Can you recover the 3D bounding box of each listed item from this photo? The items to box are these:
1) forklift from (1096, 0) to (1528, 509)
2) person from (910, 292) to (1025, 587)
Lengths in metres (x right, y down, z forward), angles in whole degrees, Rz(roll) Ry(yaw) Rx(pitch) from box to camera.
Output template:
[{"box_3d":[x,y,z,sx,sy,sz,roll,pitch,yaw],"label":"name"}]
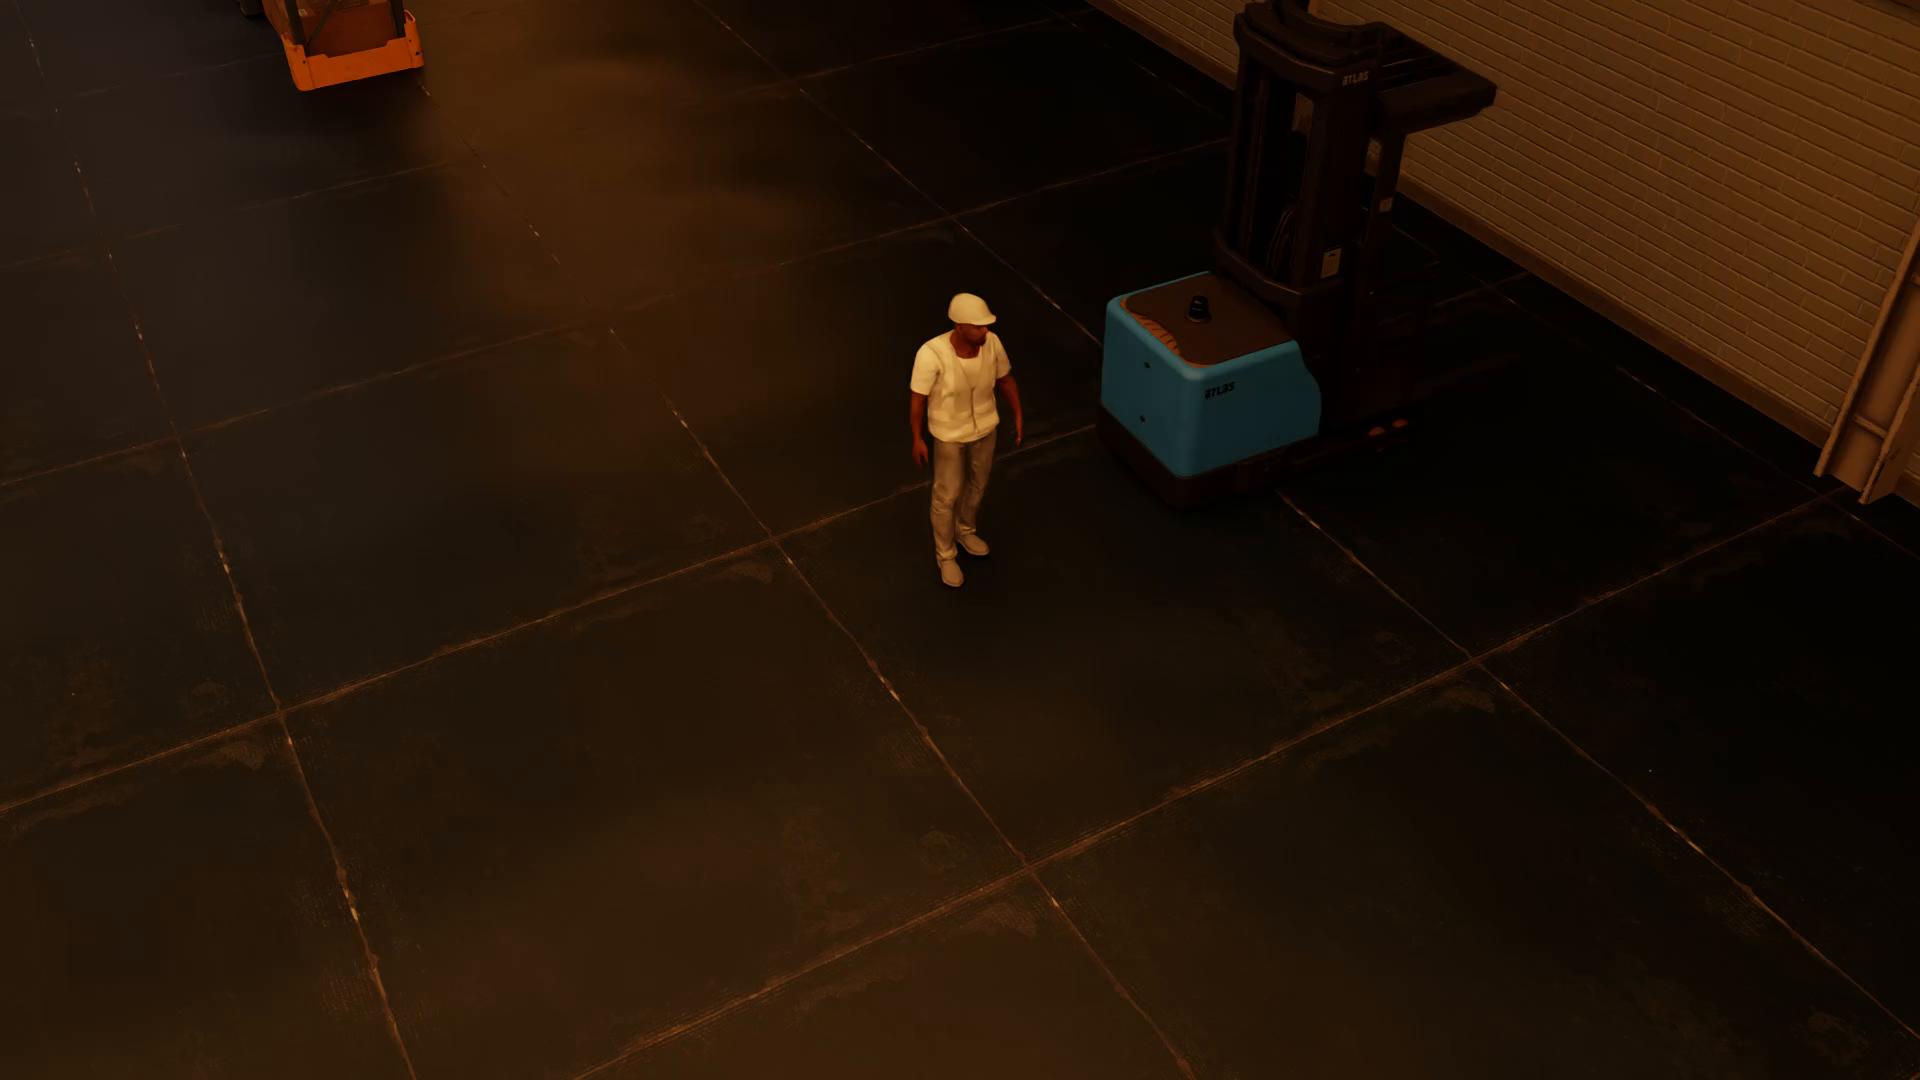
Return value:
[{"box_3d":[2.455,-1.991,10.437,3.031,2.935,1.130,-19,43,-21],"label":"forklift"},{"box_3d":[0.072,-0.611,9.694,0.703,1.763,0.554,-21,44,-23],"label":"person"}]
